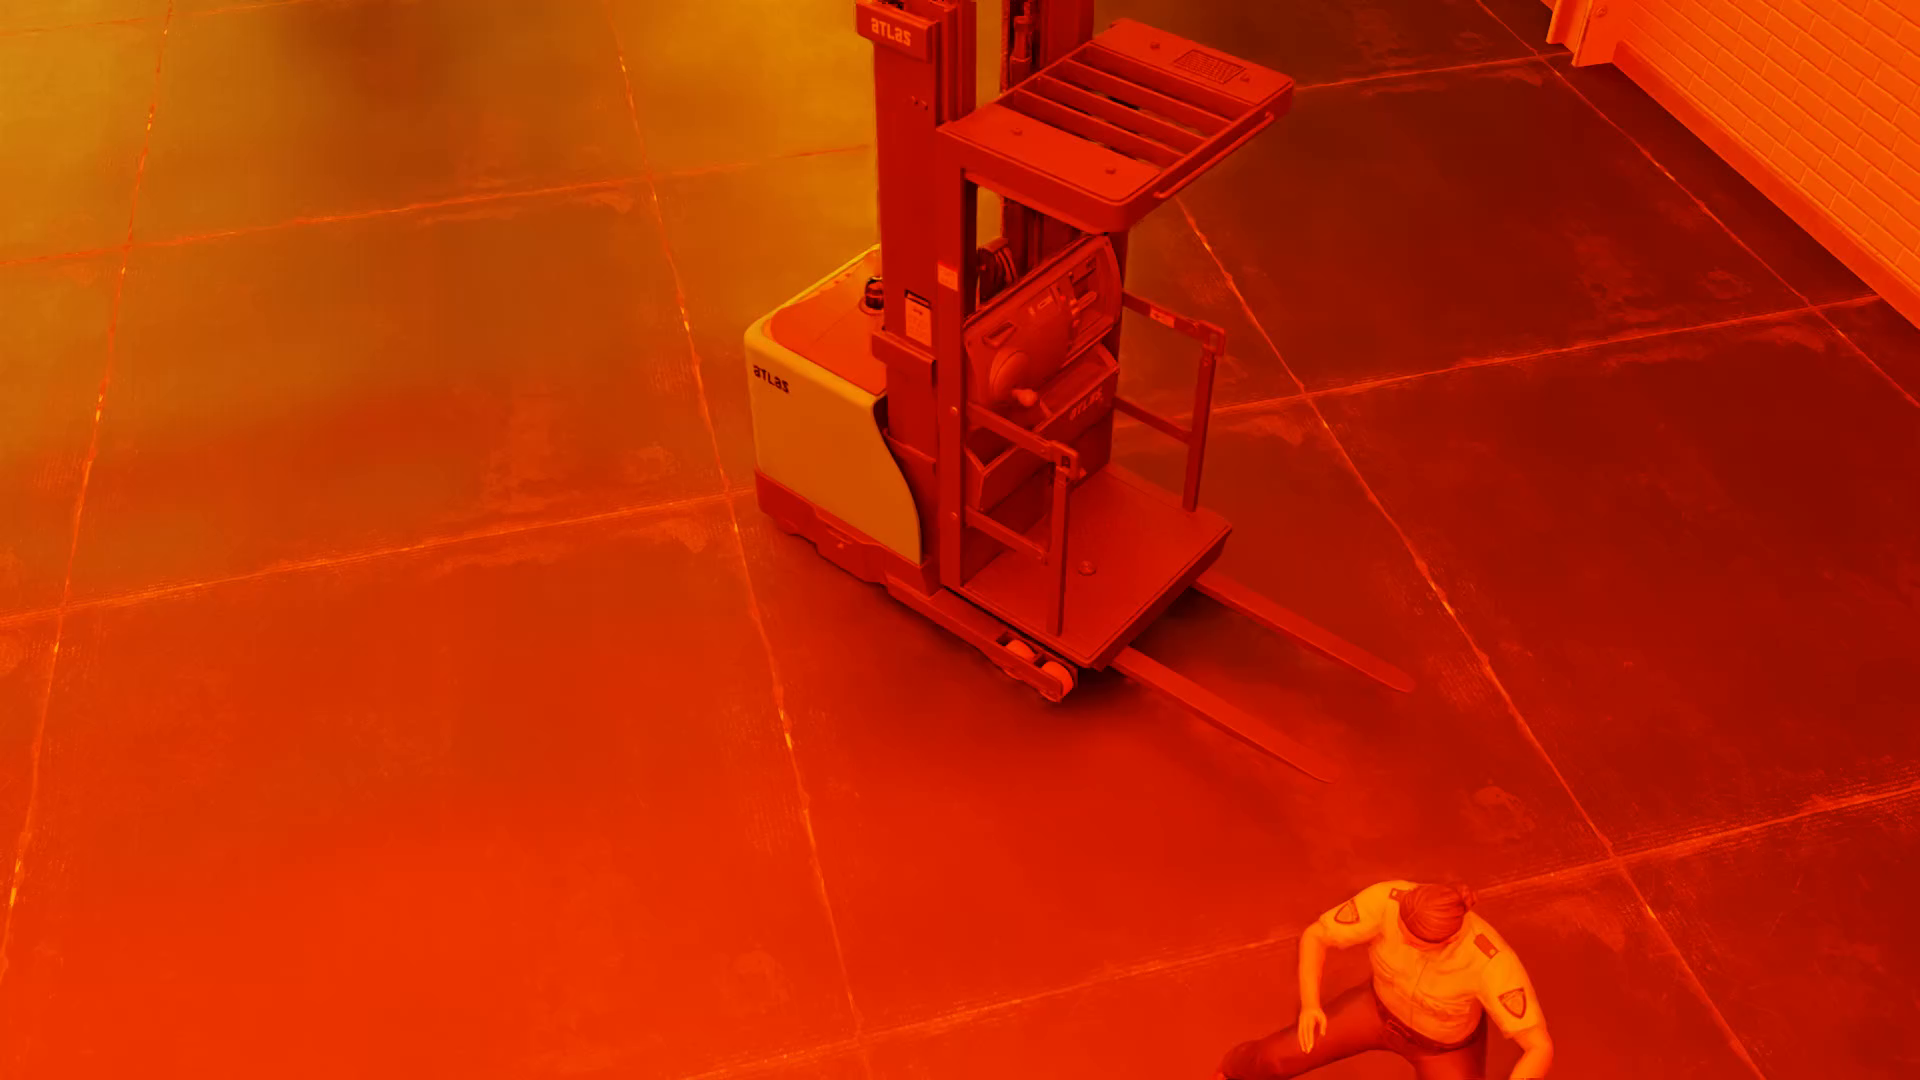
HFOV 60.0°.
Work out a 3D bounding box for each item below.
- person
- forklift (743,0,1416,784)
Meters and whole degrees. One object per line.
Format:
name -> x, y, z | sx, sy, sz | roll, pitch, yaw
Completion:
person -> 1.320, 1.559, 5.095 | 0.668, 1.421, 1.043 | -32, 52, -30
forklift -> 0.499, -0.798, 6.489 | 3.031, 2.935, 1.130 | 30, 51, 28
